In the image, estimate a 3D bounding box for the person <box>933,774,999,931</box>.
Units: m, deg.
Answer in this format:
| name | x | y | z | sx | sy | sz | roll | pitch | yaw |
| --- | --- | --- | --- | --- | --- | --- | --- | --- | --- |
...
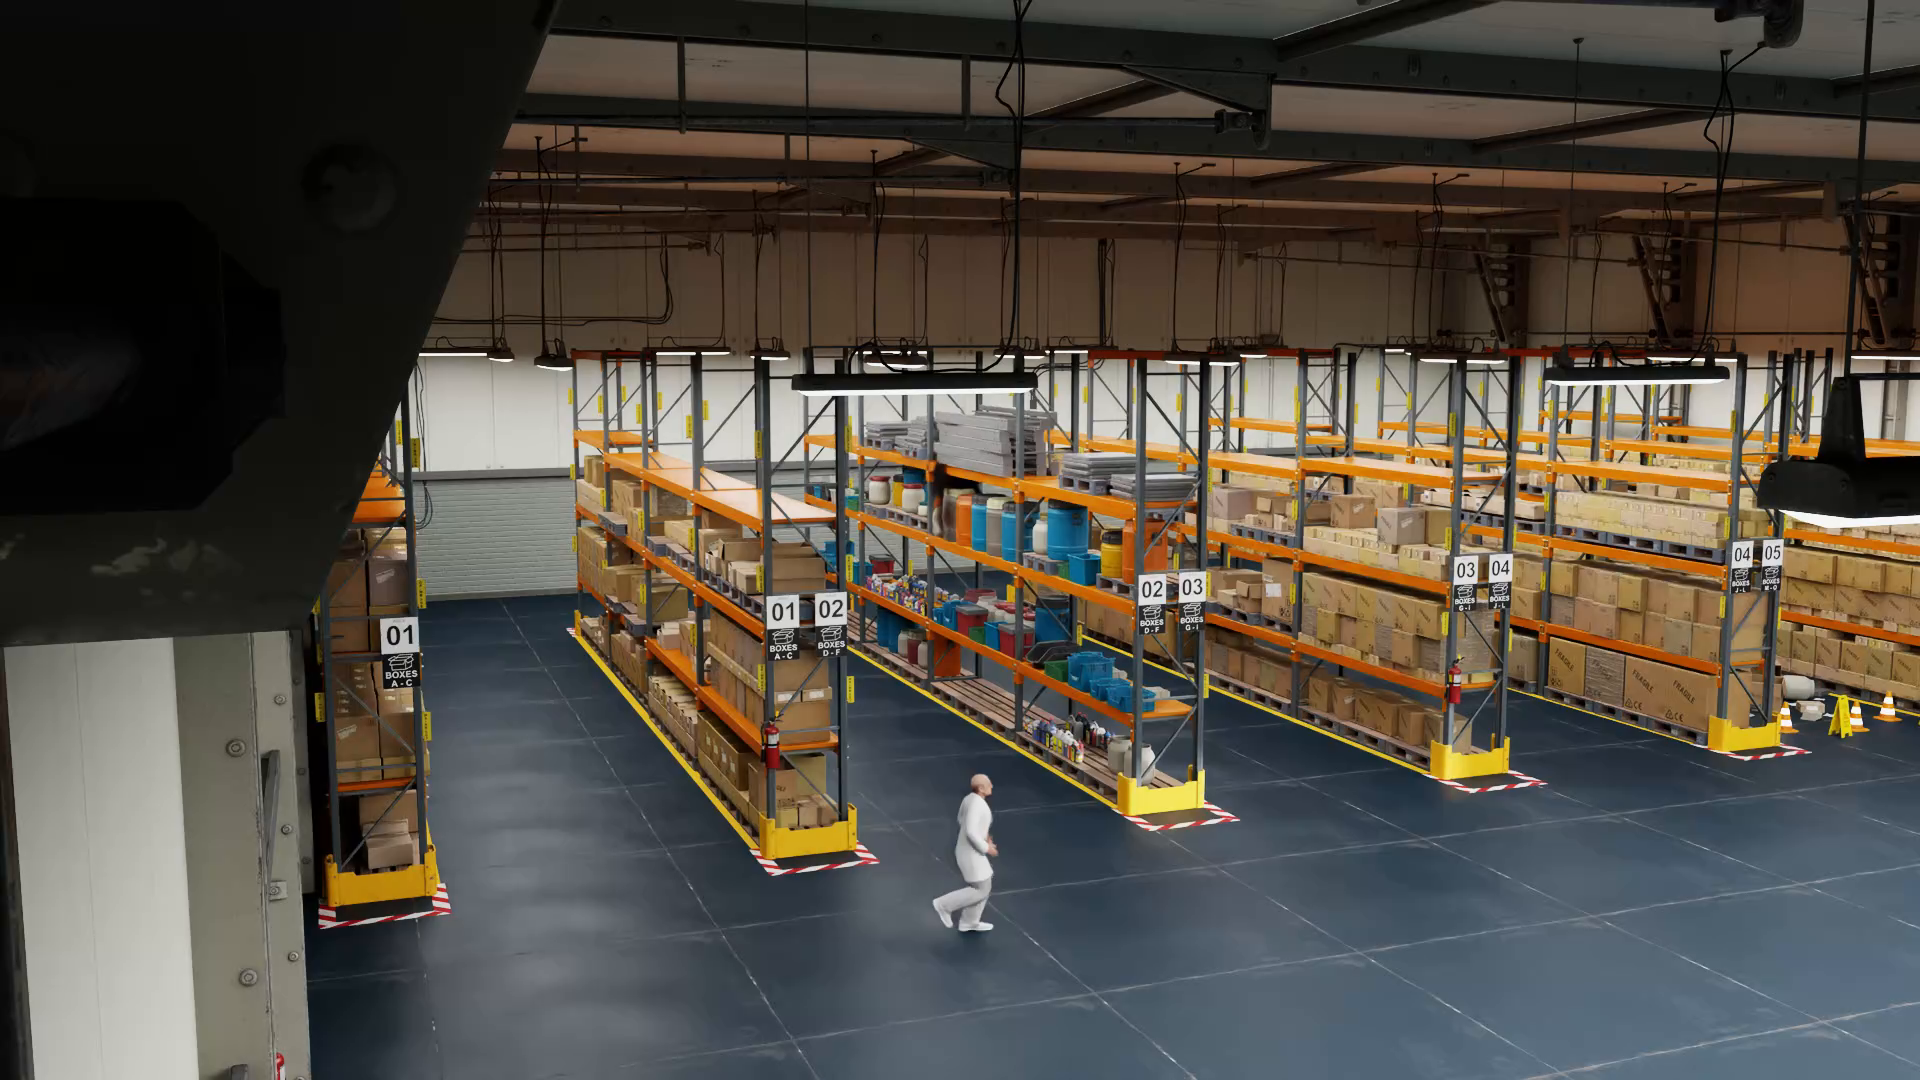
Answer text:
| name | x | y | z | sx | sy | sz | roll | pitch | yaw |
| --- | --- | --- | --- | --- | --- | --- | --- | --- | --- |
| person | 0.057 | 3.313 | 17.566 | 0.694 | 1.712 | 0.712 | 0 | 7 | -2 |
